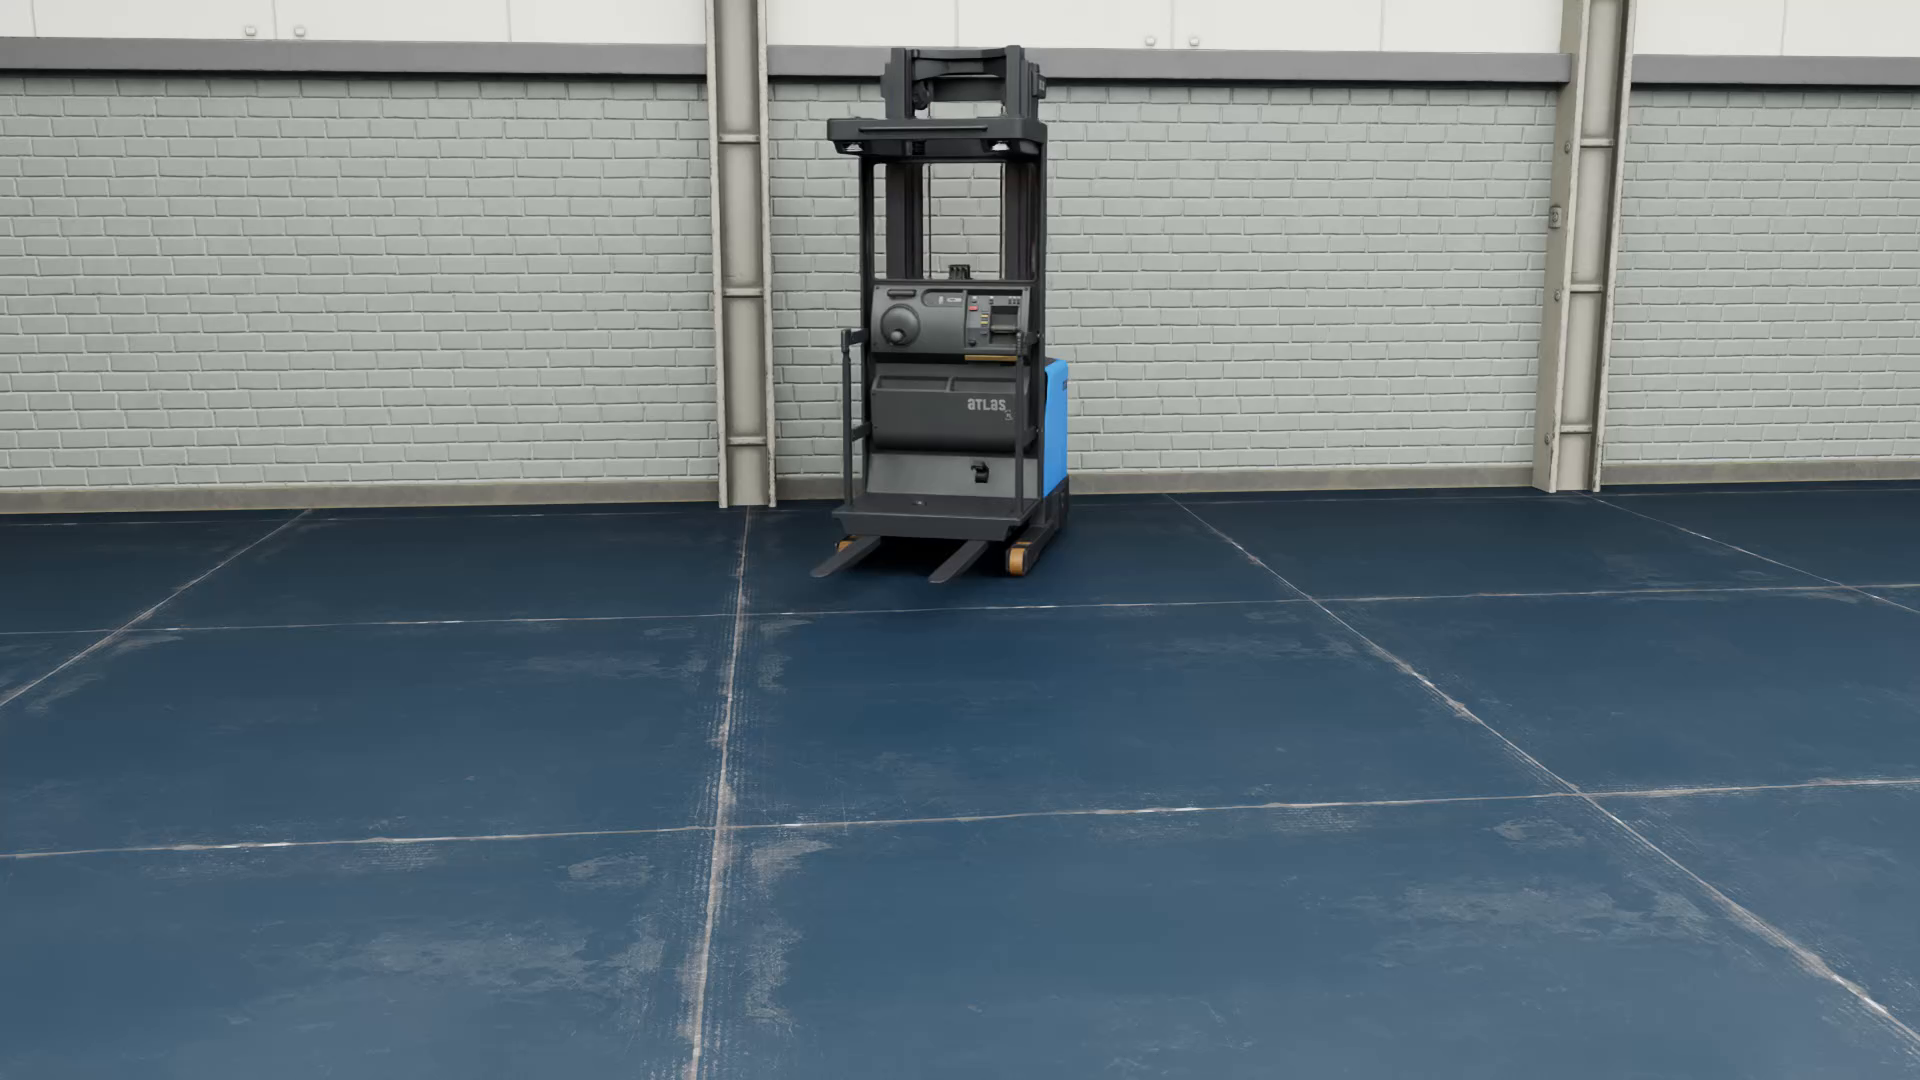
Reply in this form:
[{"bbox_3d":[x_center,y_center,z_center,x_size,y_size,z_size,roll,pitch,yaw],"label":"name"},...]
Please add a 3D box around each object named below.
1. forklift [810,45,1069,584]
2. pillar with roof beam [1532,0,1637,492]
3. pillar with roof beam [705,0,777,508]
[{"bbox_3d":[-0.099,-1.310,9.434,1.130,2.935,3.031,2,11,12],"label":"forklift"},{"bbox_3d":[4.944,-3.972,7.242,0.400,9.000,9.100,-1,11,-6],"label":"pillar with roof beam"},{"bbox_3d":[-1.021,-3.847,6.606,0.400,9.000,9.100,-1,11,-6],"label":"pillar with roof beam"}]
